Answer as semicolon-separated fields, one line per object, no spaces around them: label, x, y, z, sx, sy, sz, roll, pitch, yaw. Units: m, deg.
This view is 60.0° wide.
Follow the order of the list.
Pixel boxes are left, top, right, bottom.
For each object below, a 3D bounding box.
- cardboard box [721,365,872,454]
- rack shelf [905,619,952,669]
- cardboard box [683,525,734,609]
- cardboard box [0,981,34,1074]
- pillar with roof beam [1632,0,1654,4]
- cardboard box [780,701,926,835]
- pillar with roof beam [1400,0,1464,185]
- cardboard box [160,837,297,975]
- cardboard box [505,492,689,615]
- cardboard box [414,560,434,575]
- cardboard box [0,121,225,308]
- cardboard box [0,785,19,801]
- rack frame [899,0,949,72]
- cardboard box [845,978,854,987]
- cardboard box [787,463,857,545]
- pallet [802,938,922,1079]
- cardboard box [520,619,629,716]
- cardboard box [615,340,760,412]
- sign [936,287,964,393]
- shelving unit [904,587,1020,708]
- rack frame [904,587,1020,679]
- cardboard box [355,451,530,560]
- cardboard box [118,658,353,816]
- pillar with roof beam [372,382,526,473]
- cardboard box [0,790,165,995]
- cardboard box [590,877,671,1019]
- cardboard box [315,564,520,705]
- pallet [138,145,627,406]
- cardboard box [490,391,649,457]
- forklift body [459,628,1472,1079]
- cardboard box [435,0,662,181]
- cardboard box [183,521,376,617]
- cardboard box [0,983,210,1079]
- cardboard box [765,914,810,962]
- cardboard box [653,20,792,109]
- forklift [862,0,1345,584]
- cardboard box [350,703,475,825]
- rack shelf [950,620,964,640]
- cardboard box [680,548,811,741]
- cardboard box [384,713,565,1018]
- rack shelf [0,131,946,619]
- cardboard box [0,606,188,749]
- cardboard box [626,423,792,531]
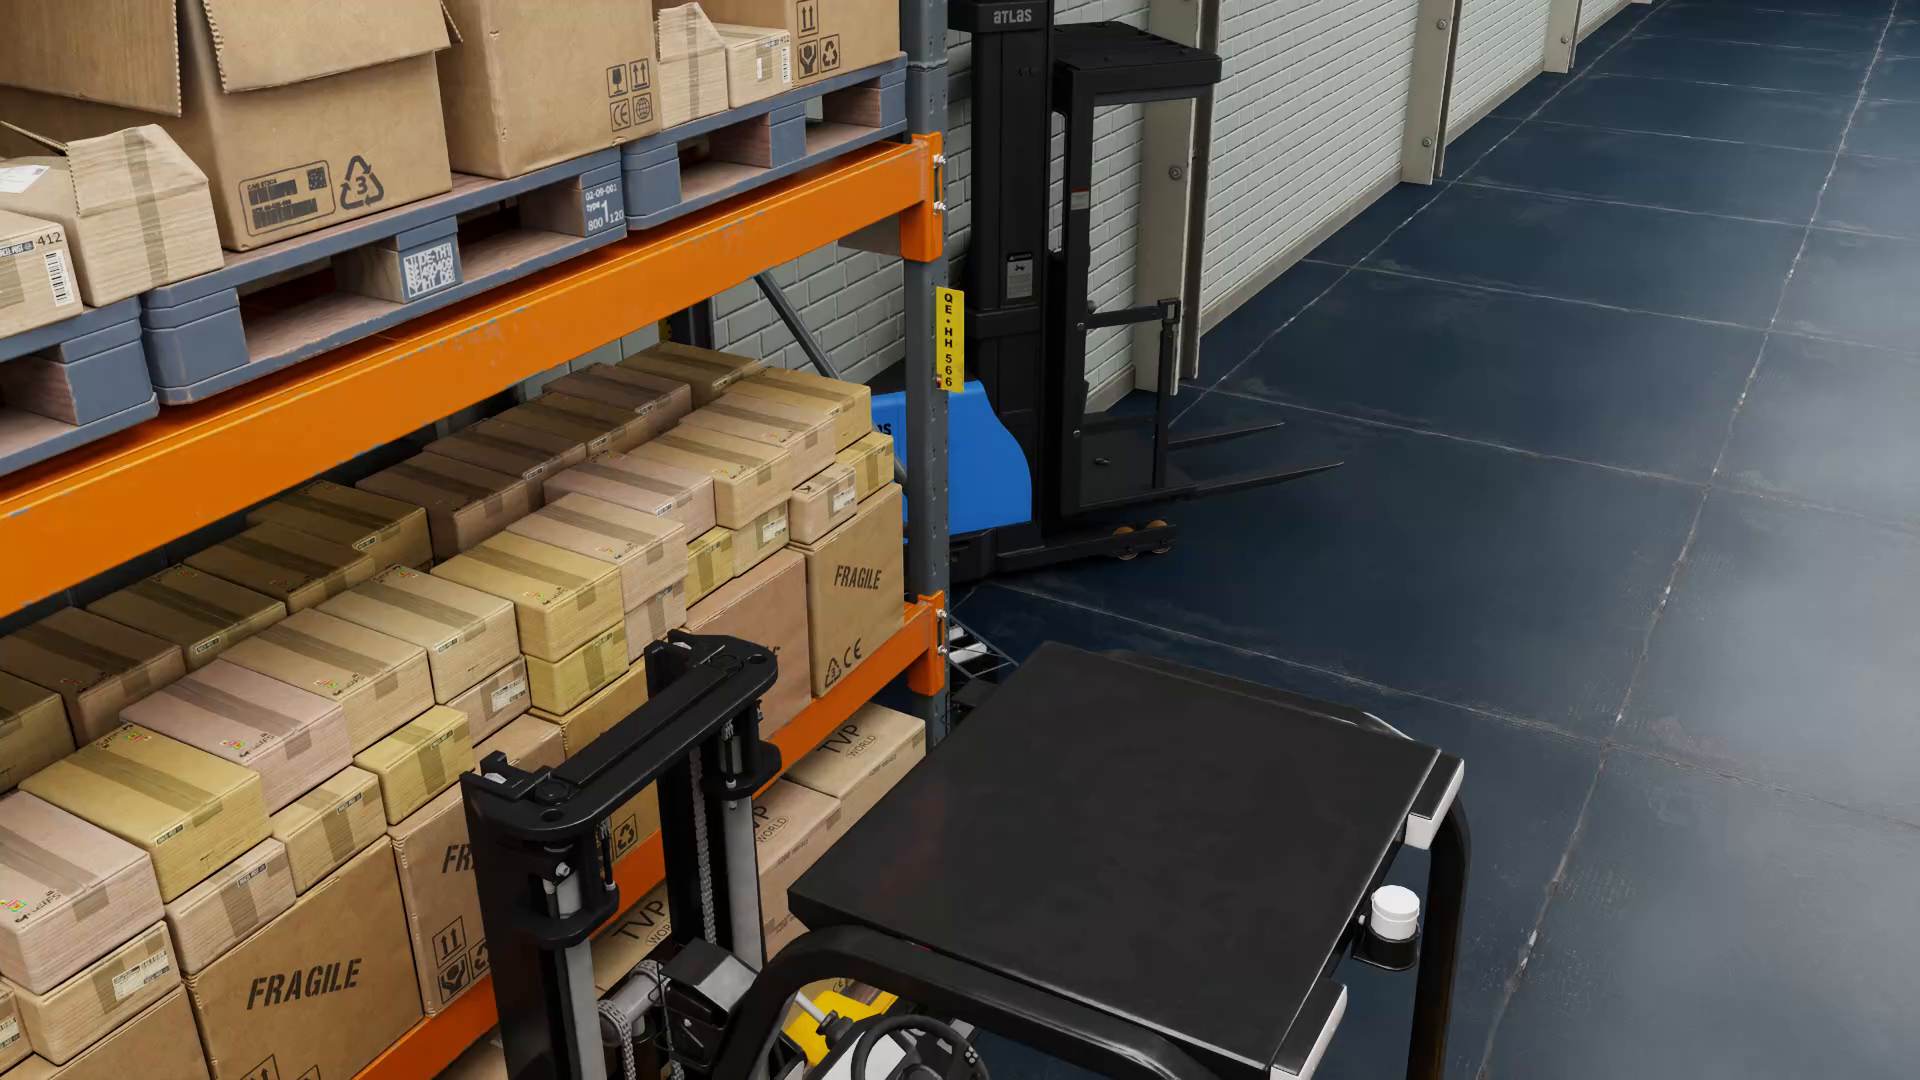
cardboard box;-0.491;-0.389;5.007;0.380;0.149;0.250;14;30;26
rack shelf;-0.155;0.457;7.592;0.258;0.200;0.077;-17;32;-31
cardboard box;-0.838;0.043;4.477;0.380;0.149;0.250;14;30;26
cardboard box;-1.851;0.842;2.881;0.380;0.149;0.250;14;30;26
pillar with roof beam;13.929;-11.122;20.916;9.100;9.000;0.400;14;30;26
cardboard box;-0.454;0.736;5.415;0.500;0.250;0.500;15;30;28
pillar with roof beam;8.026;-6.446;11.573;9.100;9.000;0.400;14;30;26
cardboard box;-1.534;0.660;3.244;0.380;0.149;0.250;14;30;26
cardboard box;-0.909;0.029;4.173;0.380;0.149;0.250;15;30;27
cardboard box;-1.586;0.119;4.326;0.380;0.149;0.250;15;30;28
cardboard box;-1.472;-0.574;2.763;0.396;0.266;0.258;13;30;25
cardboard box;-2.004;0.543;3.478;0.380;0.149;0.250;15;30;28
rack frame;-0.499;-2.790;4.270;1.000;3.000;0.127;14;30;26
cardboard box;-0.455;1.187;5.630;0.500;0.250;0.500;14;30;26
cardboard box;-0.525;-0.139;4.840;0.380;0.149;0.250;15;30;27
pallet;-0.838;1.447;5.623;1.003;0.211;1.213;14;30;26
cardboard box;-1.035;0.260;4.043;0.380;0.149;0.250;14;30;26
cardboard box;-0.850;-0.491;5.211;0.380;0.149;0.250;14;30;25
sign;-0.033;-0.606;5.051;0.100;0.325;0.005;14;30;26
shelving unit;-0.084;0.503;7.502;0.258;0.210;0.900;-17;32;-31
rack frame;-0.084;0.412;7.456;0.240;0.006;0.900;-17;32;-31
cardboard box;-1.368;-0.089;4.408;0.380;0.149;0.250;15;30;28
cardboard box;-1.486;0.406;3.420;0.380;0.149;0.250;14;30;26
pillar with roof beam;2.122;-1.769;2.231;9.100;9.000;0.400;14;30;26
cardboard box;-1.667;0.624;2.984;0.380;0.149;0.250;15;30;27
cardboard box;-0.939;1.135;4.618;0.500;0.250;0.500;15;30;27
cardboard box;-1.241;0.210;3.811;0.380;0.149;0.250;15;30;27
pallet;-1.468;-0.662;3.469;1.003;0.211;1.213;14;30;26
cardboard box;-1.125;-0.290;4.811;0.380;0.149;0.250;15;30;27
forklift body;0.157;1.413;3.524;2.313;2.155;1.214;14;30;26
cardboard box;-1.095;-1.122;3.598;0.700;0.500;0.500;14;30;26
cardboard box;-1.636;0.105;4.020;0.380;0.149;0.250;14;30;26
cardboard box;-1.779;1.085;3.120;0.500;0.500;0.500;15;30;27
cardboard box;-0.722;1.163;5.120;0.500;0.250;0.500;14;30;26
cardboard box;-0.642;-1.179;4.103;0.380;0.149;0.250;13;30;25
forklift;0.579;-1.417;8.305;3.031;2.935;1.130;-10;28;-20
cardboard box;-1.302;0.452;3.659;0.380;0.149;0.250;14;30;25
rack shelf;-0.103;0.490;7.526;0.258;0.200;0.077;-17;32;-31
cardboard box;-0.775;0.298;4.692;0.500;0.500;0.500;15;30;28
cardboard box;-1.265;0.696;3.897;0.500;0.500;0.500;14;30;26
rack shelf;-1.482;-0.347;3.546;1.077;0.370;4.000;14;30;26
cardboard box;-1.914;0.301;3.629;0.380;0.149;0.250;14;30;26
cardboard box;-0.691;-0.178;4.586;0.380;0.149;0.250;15;30;27
